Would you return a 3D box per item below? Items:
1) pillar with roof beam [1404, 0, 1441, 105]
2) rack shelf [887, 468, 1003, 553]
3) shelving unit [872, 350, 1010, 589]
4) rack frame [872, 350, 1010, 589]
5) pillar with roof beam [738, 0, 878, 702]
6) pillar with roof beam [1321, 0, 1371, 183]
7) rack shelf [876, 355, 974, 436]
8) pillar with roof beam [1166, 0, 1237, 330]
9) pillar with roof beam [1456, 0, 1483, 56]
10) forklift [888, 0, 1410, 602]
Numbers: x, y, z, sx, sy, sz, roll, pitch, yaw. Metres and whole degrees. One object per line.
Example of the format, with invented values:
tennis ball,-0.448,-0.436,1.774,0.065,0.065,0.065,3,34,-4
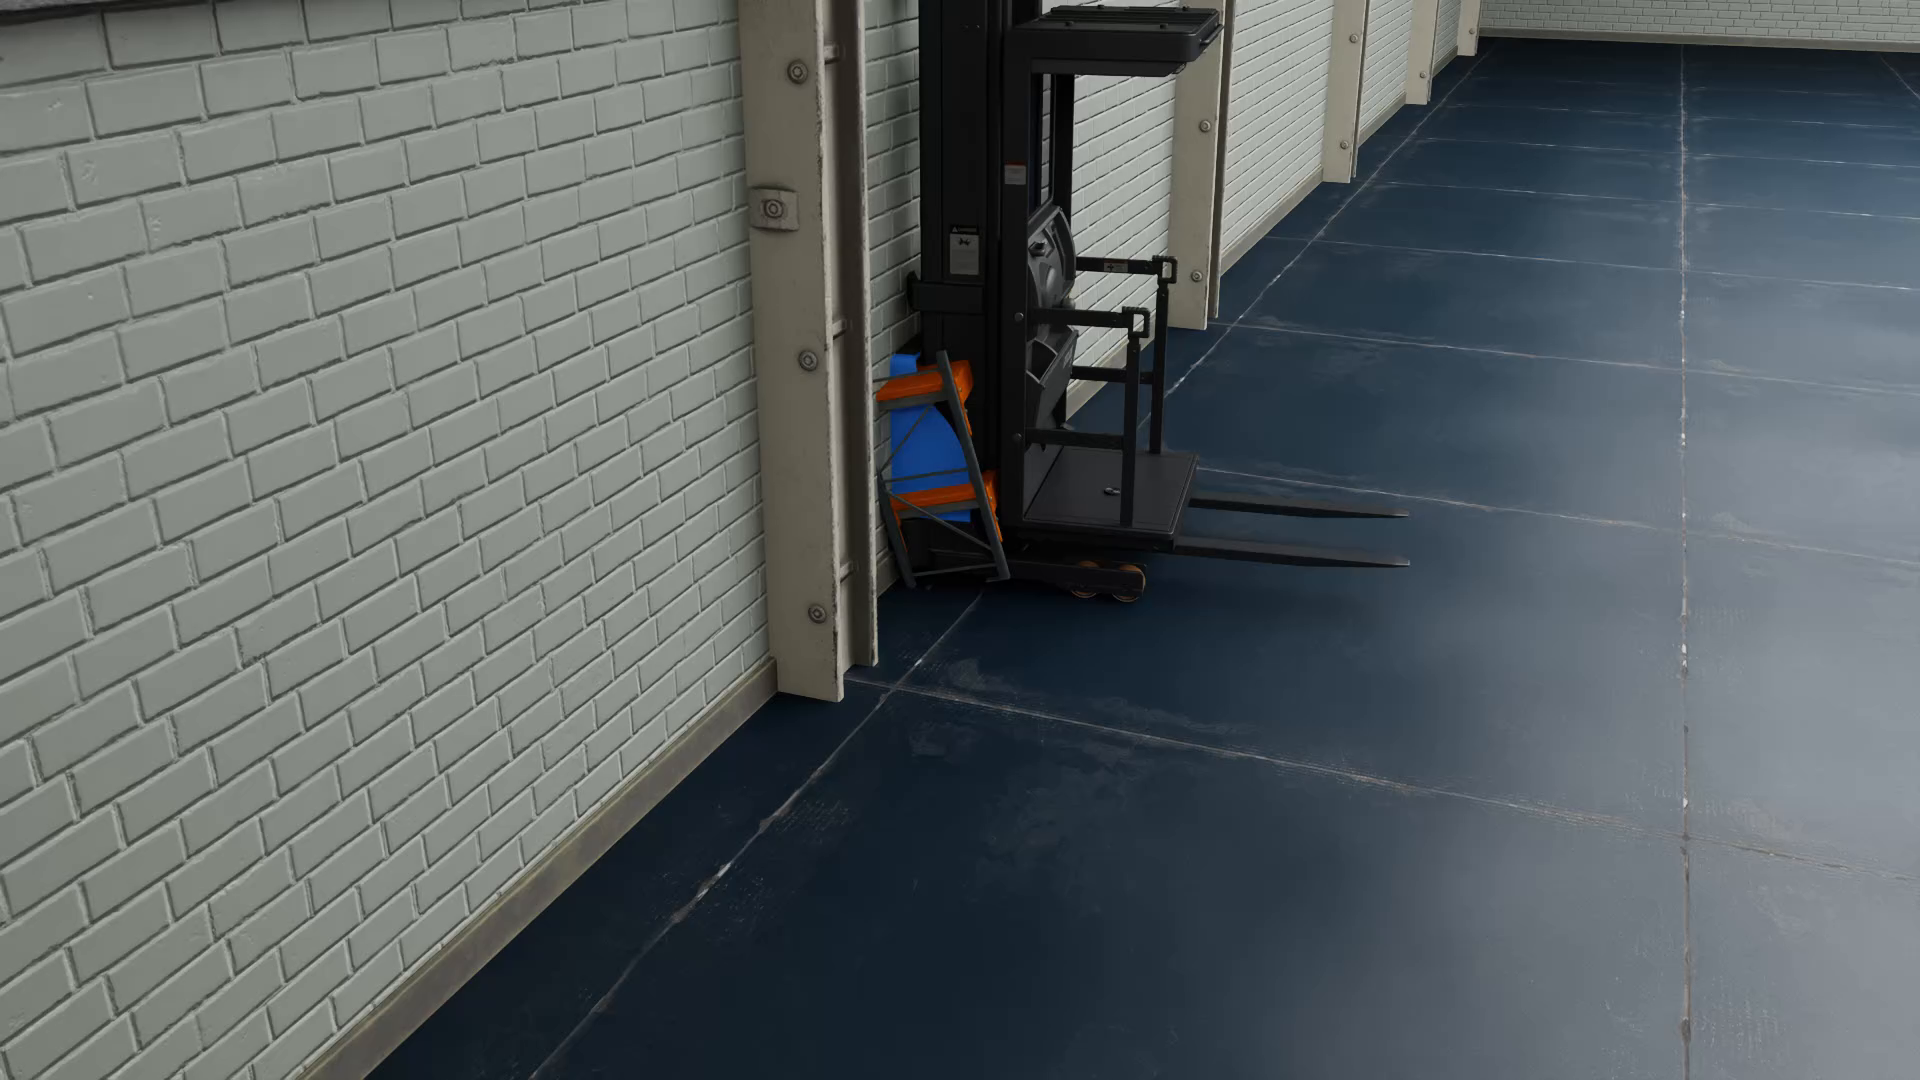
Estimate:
pillar with roof beam,10.124,-9.417,19.119,9.100,9.000,0.400,9,24,20
rack shelf,0.025,-0.313,7.976,0.538,0.278,1.000,-8,26,19
shelving unit,-0.038,-0.526,7.874,0.538,1.125,1.048,-8,26,19
rack frame,-0.153,-0.287,7.441,0.500,1.125,0.032,-8,26,19
pillar with roof beam,3.438,-2.975,3.698,9.100,9.000,0.400,9,24,20
pillar with roof beam,7.895,-7.270,13.978,9.100,9.000,0.400,9,24,20
rack shelf,-0.114,-0.782,7.753,0.538,0.278,1.000,-8,26,19
pillar with roof beam,5.666,-5.122,8.838,9.100,9.000,0.400,9,24,20
pillar with roof beam,12.353,-11.564,24.259,9.100,9.000,0.400,9,24,20
forklift,0.607,-1.296,7.549,3.031,2.935,1.130,5,23,13
